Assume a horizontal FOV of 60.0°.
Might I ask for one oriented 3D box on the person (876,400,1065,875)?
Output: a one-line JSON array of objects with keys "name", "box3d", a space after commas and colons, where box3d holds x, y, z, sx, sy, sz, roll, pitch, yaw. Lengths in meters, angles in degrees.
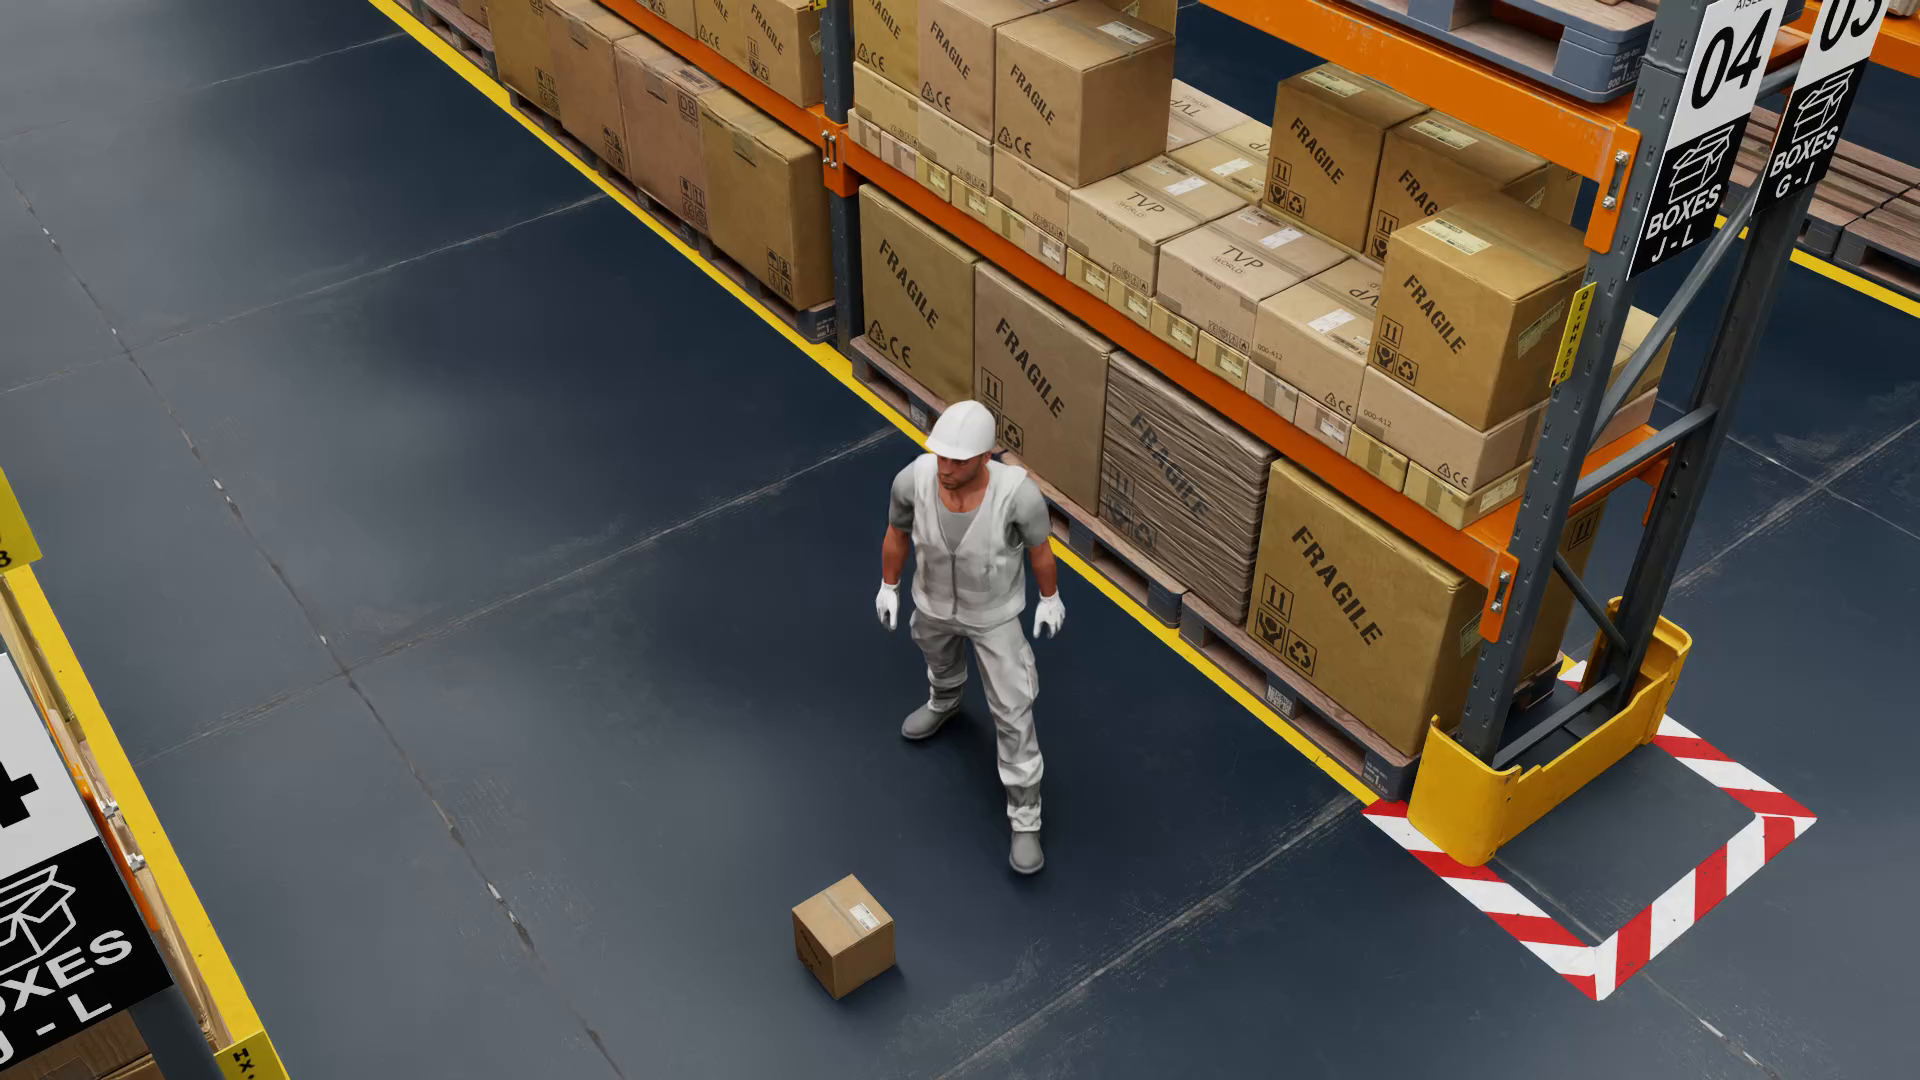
[{"name": "person", "box3d": [0.044, 0.282, 5.797, 0.777, 1.750, 0.853, 12, 42, 14]}]
